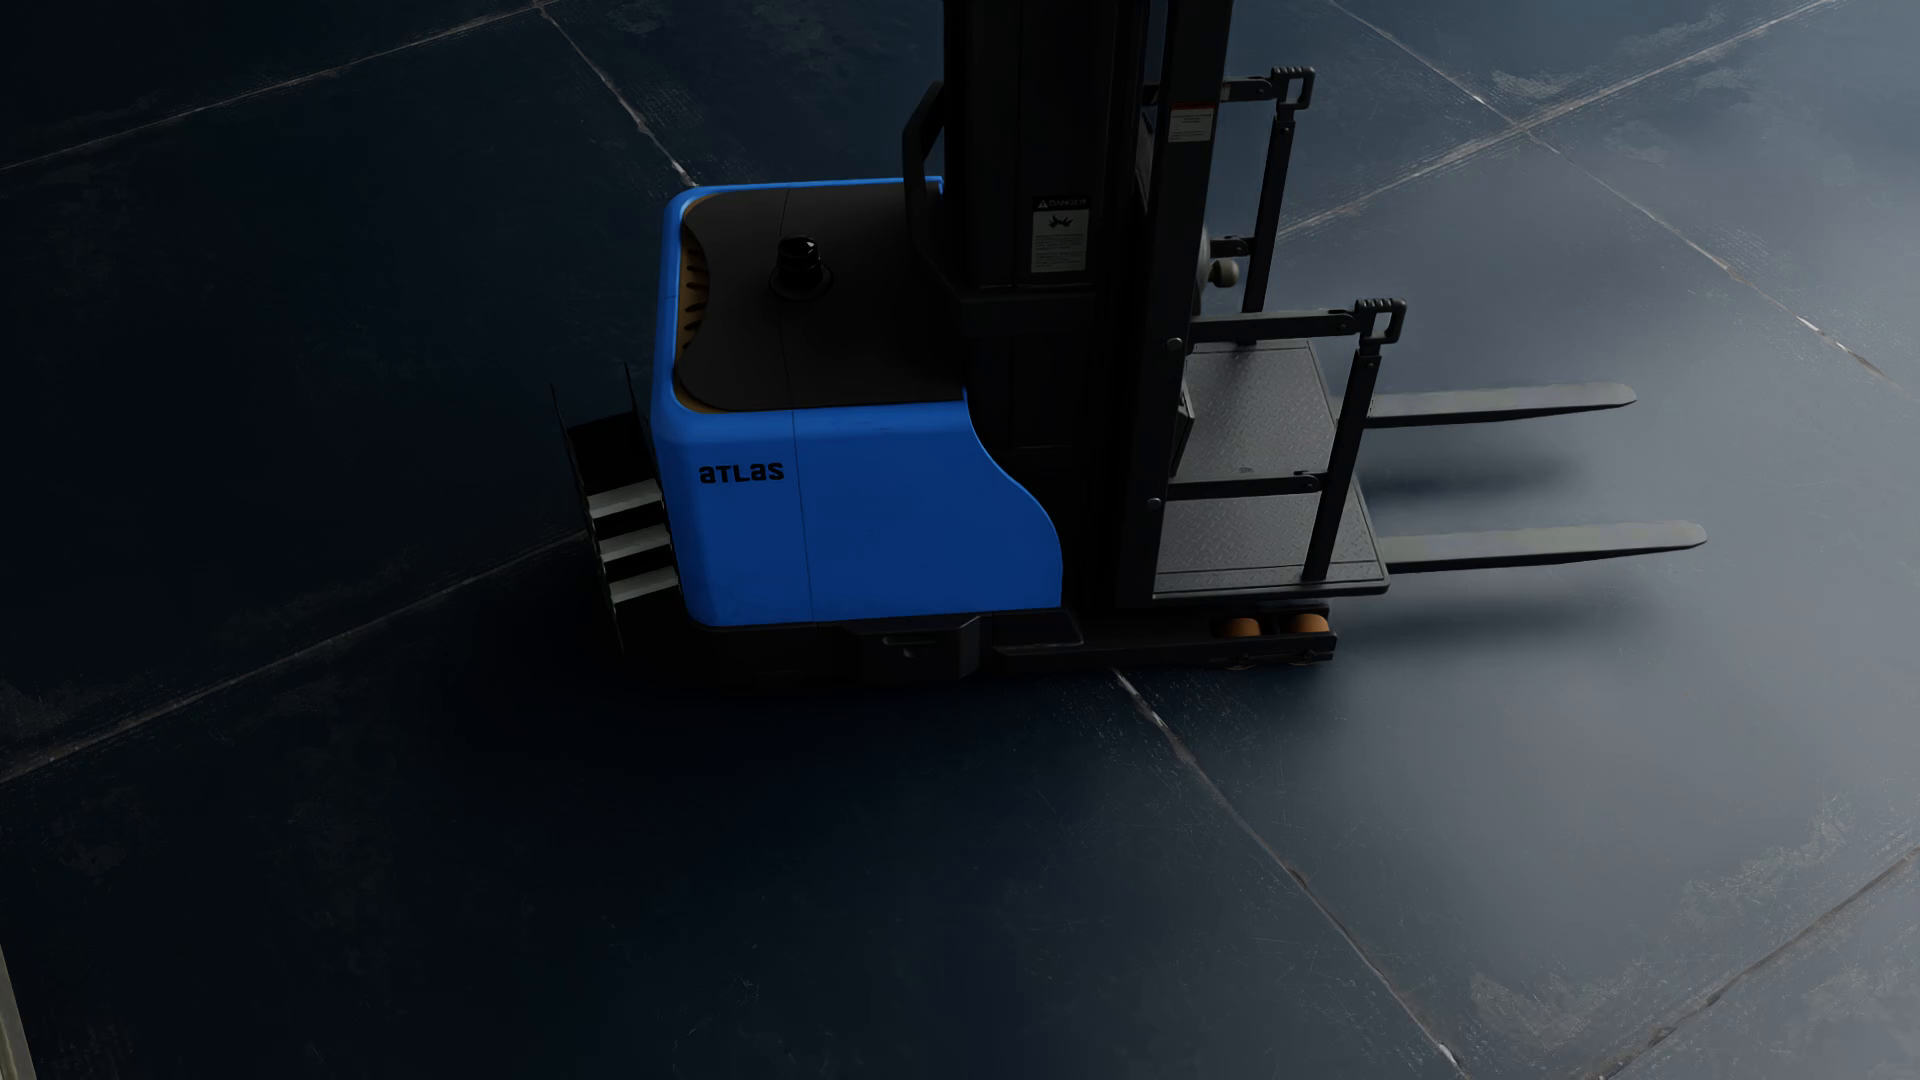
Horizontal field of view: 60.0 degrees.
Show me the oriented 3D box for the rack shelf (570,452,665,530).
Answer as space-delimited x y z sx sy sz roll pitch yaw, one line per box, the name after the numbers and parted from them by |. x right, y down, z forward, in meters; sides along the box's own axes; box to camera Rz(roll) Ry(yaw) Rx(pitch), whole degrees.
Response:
-0.950 -0.166 4.598 0.200 0.077 0.258 -17 51 -14 | rack shelf

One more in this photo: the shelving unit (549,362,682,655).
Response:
-0.950 -0.069 4.708 0.210 0.900 0.258 -17 51 -14 | shelving unit

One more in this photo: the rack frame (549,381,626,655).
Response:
-1.044 -0.040 4.683 0.006 0.900 0.240 -17 51 -14 | rack frame

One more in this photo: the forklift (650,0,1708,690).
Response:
0.694 -0.986 4.165 3.031 2.935 1.130 -3 48 -3 | forklift

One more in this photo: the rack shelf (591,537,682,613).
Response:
-0.949 0.073 4.868 0.200 0.077 0.258 -17 51 -14 | rack shelf

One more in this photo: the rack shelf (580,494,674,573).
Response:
-0.950 -0.047 4.733 0.200 0.077 0.258 -17 51 -14 | rack shelf

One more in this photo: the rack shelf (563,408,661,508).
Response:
-0.950 -0.226 4.531 0.200 0.077 0.258 -17 51 -14 | rack shelf

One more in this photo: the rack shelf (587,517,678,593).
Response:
-0.949 0.013 4.800 0.200 0.077 0.258 -17 51 -14 | rack shelf

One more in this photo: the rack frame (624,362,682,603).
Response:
-0.855 -0.097 4.733 0.006 0.900 0.240 -17 51 -14 | rack frame

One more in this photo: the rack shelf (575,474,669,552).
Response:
-0.950 -0.106 4.665 0.200 0.077 0.258 -17 51 -14 | rack shelf
